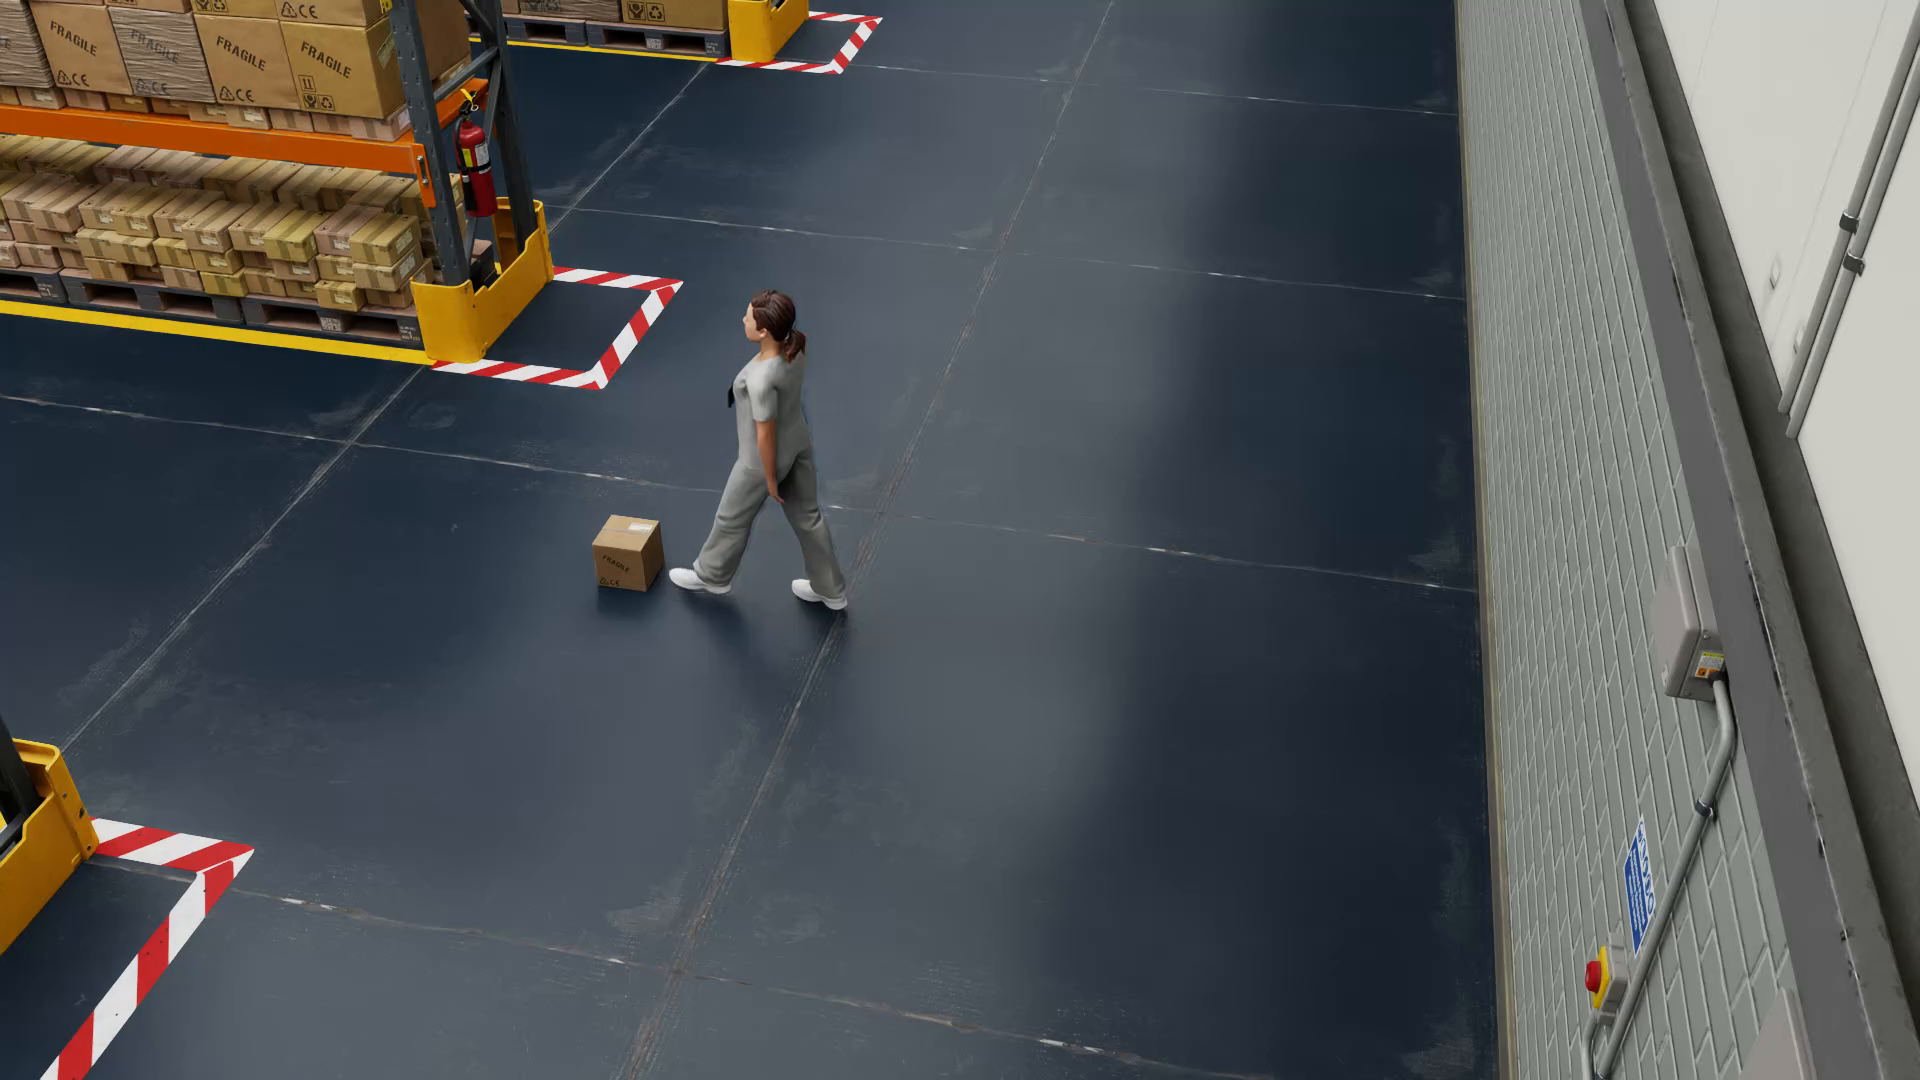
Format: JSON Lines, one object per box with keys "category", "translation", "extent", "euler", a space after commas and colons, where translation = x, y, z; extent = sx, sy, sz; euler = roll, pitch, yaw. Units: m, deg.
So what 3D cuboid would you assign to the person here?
{"category": "person", "translation": [-0.932, -0.424, 7.509], "extent": [0.854, 1.637, 0.451], "euler": [18, 40, 22]}
